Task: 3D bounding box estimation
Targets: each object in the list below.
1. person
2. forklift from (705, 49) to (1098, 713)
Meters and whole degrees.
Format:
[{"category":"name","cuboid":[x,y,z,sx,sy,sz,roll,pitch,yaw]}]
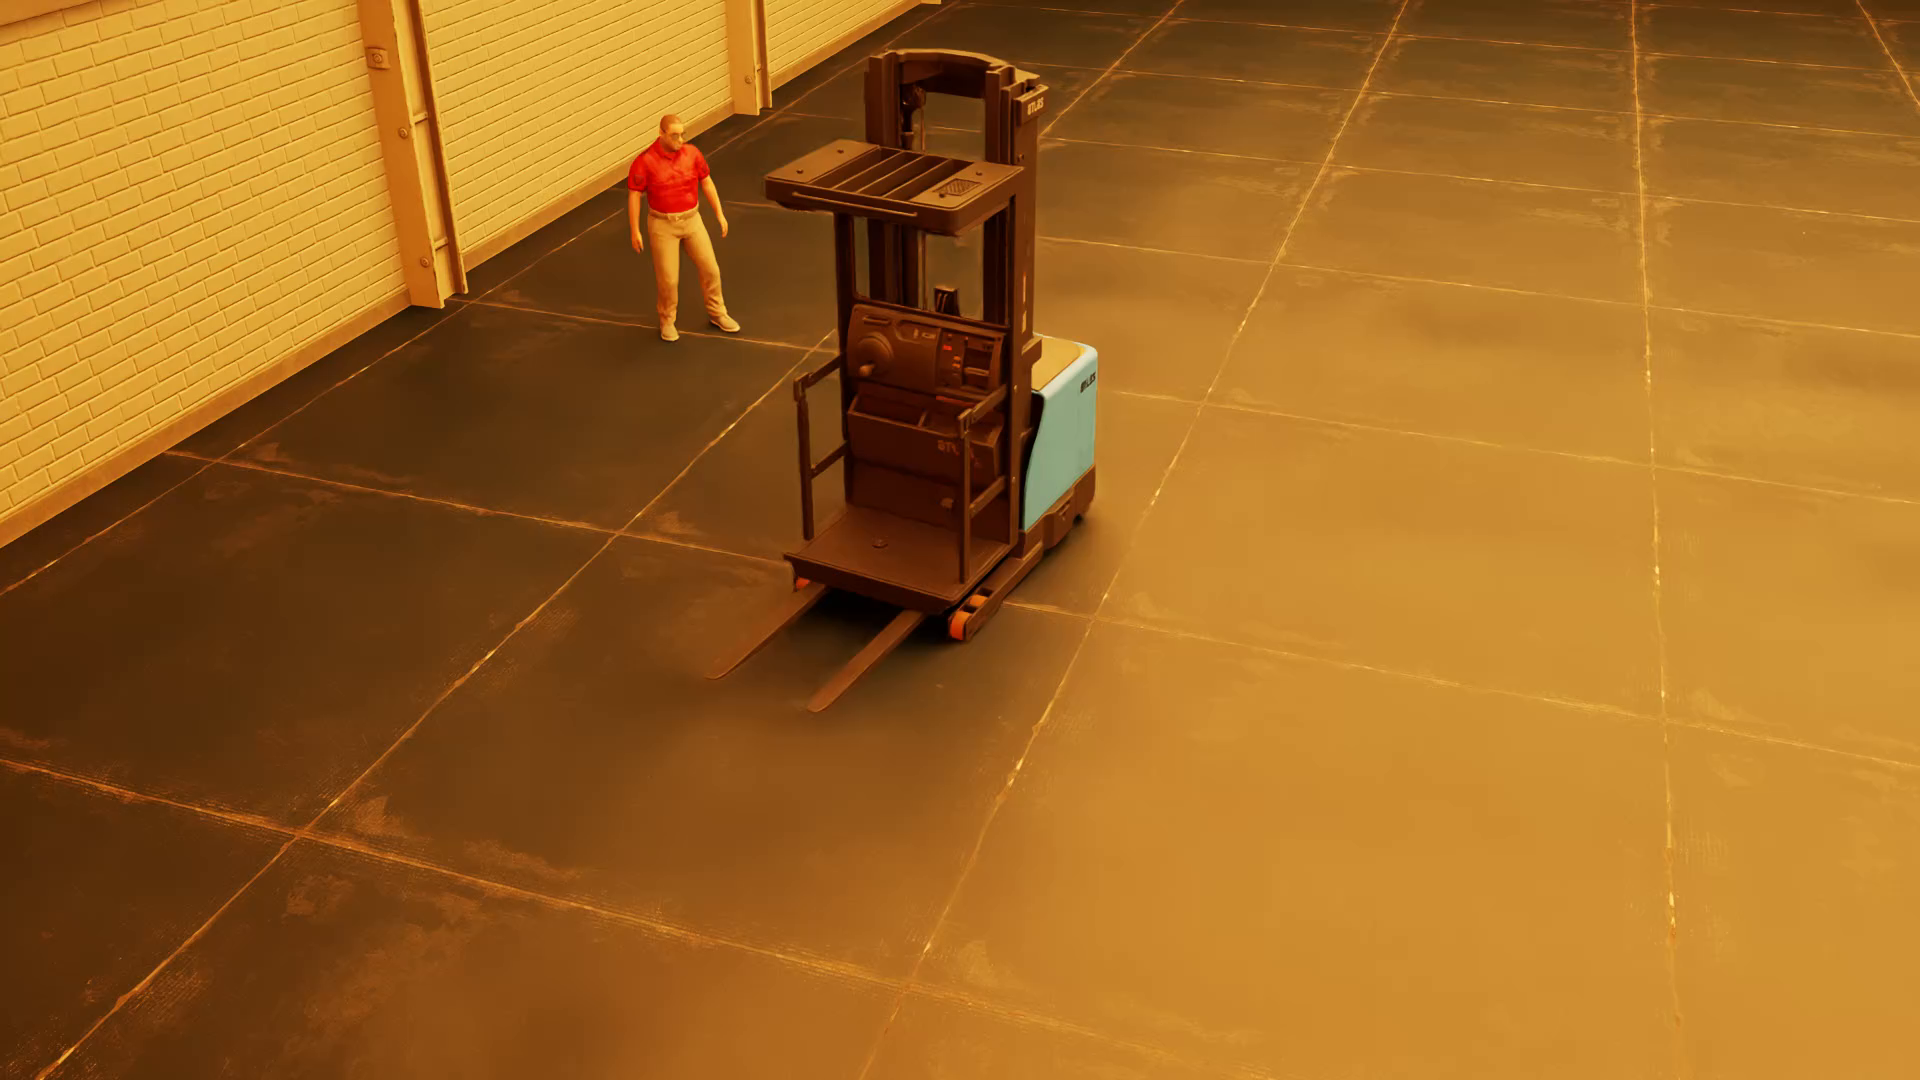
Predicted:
[{"category":"person","cuboid":[-2.109,-2.353,12.498,0.740,1.710,0.425,-17,34,-27]},{"category":"forklift","cuboid":[-0.292,-0.971,8.840,1.130,2.935,3.031,15,33,24]}]
